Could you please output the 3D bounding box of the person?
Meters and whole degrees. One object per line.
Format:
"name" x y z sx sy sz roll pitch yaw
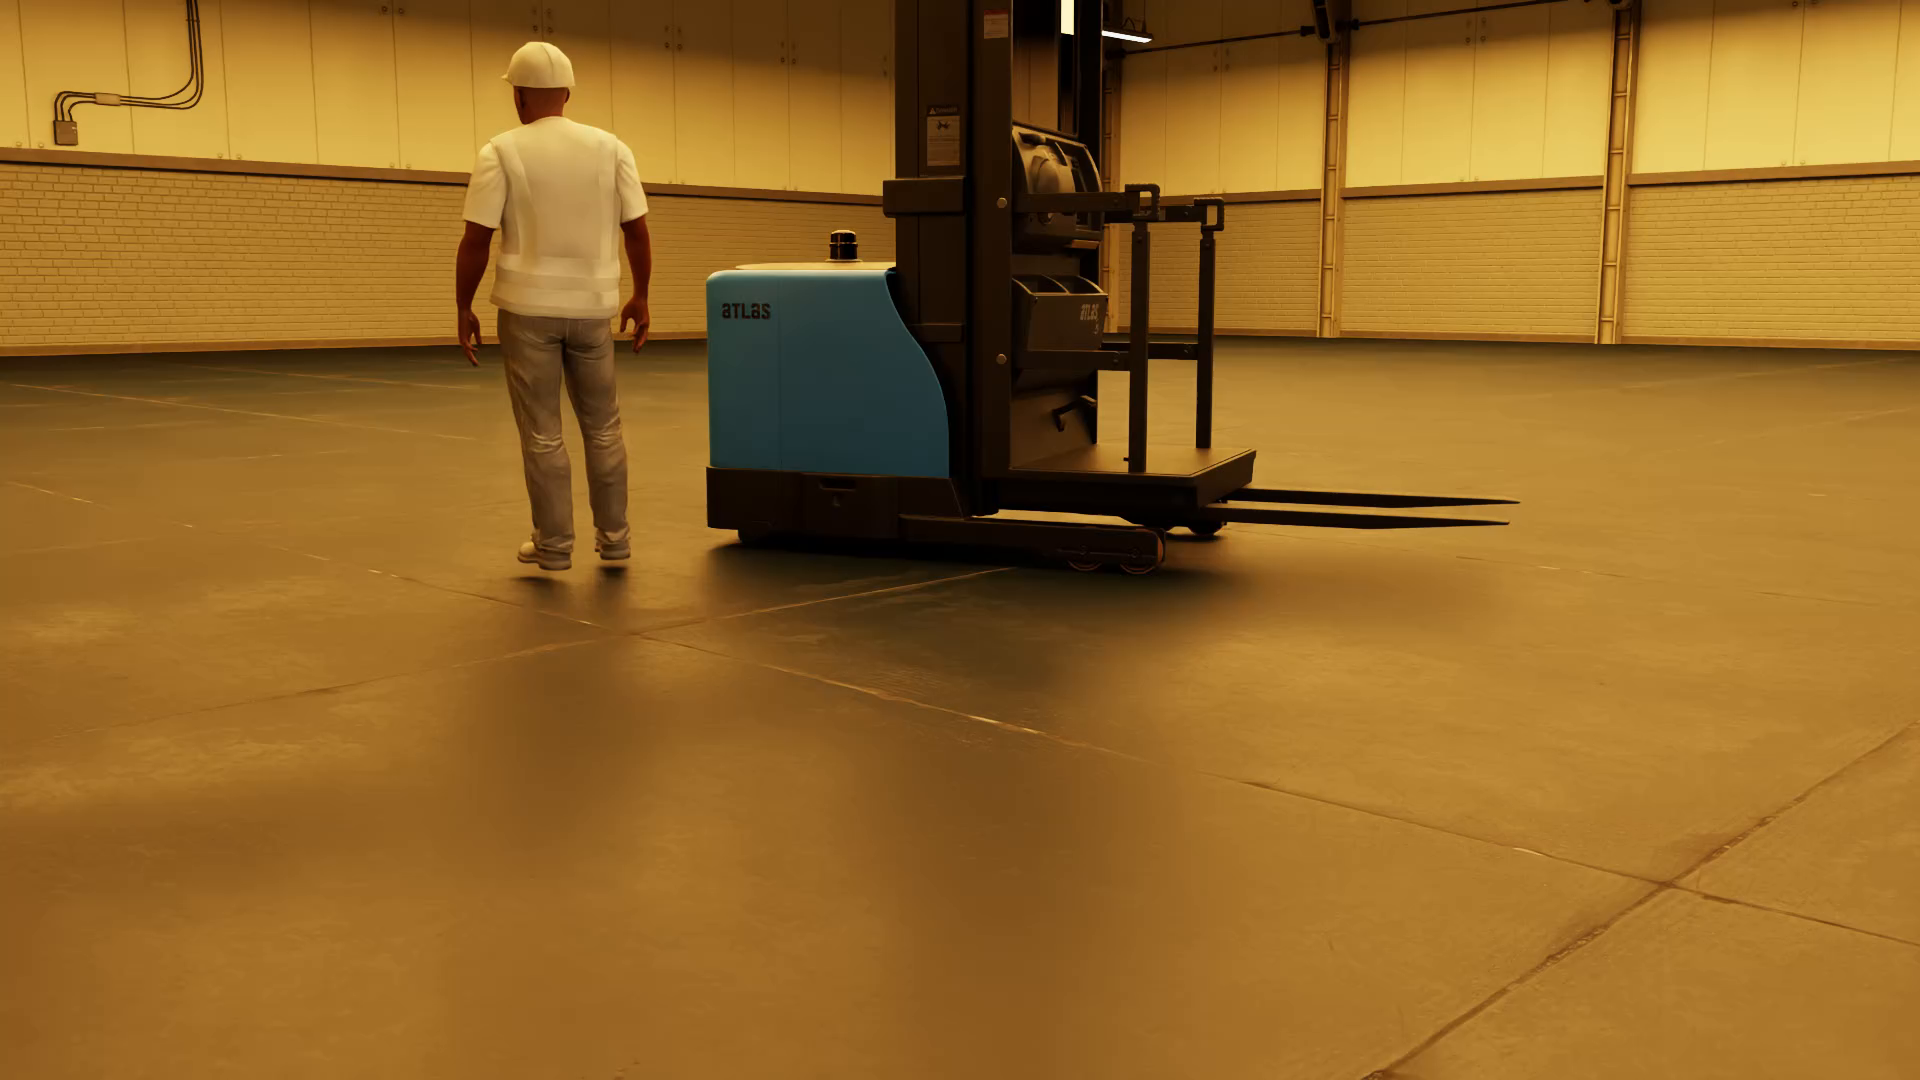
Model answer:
"person" -1.410 -0.789 5.732 0.671 1.770 0.558 -5 10 -29

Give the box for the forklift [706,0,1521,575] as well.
"forklift" 0.565 -1.416 6.275 3.031 2.935 1.130 3 9 22
